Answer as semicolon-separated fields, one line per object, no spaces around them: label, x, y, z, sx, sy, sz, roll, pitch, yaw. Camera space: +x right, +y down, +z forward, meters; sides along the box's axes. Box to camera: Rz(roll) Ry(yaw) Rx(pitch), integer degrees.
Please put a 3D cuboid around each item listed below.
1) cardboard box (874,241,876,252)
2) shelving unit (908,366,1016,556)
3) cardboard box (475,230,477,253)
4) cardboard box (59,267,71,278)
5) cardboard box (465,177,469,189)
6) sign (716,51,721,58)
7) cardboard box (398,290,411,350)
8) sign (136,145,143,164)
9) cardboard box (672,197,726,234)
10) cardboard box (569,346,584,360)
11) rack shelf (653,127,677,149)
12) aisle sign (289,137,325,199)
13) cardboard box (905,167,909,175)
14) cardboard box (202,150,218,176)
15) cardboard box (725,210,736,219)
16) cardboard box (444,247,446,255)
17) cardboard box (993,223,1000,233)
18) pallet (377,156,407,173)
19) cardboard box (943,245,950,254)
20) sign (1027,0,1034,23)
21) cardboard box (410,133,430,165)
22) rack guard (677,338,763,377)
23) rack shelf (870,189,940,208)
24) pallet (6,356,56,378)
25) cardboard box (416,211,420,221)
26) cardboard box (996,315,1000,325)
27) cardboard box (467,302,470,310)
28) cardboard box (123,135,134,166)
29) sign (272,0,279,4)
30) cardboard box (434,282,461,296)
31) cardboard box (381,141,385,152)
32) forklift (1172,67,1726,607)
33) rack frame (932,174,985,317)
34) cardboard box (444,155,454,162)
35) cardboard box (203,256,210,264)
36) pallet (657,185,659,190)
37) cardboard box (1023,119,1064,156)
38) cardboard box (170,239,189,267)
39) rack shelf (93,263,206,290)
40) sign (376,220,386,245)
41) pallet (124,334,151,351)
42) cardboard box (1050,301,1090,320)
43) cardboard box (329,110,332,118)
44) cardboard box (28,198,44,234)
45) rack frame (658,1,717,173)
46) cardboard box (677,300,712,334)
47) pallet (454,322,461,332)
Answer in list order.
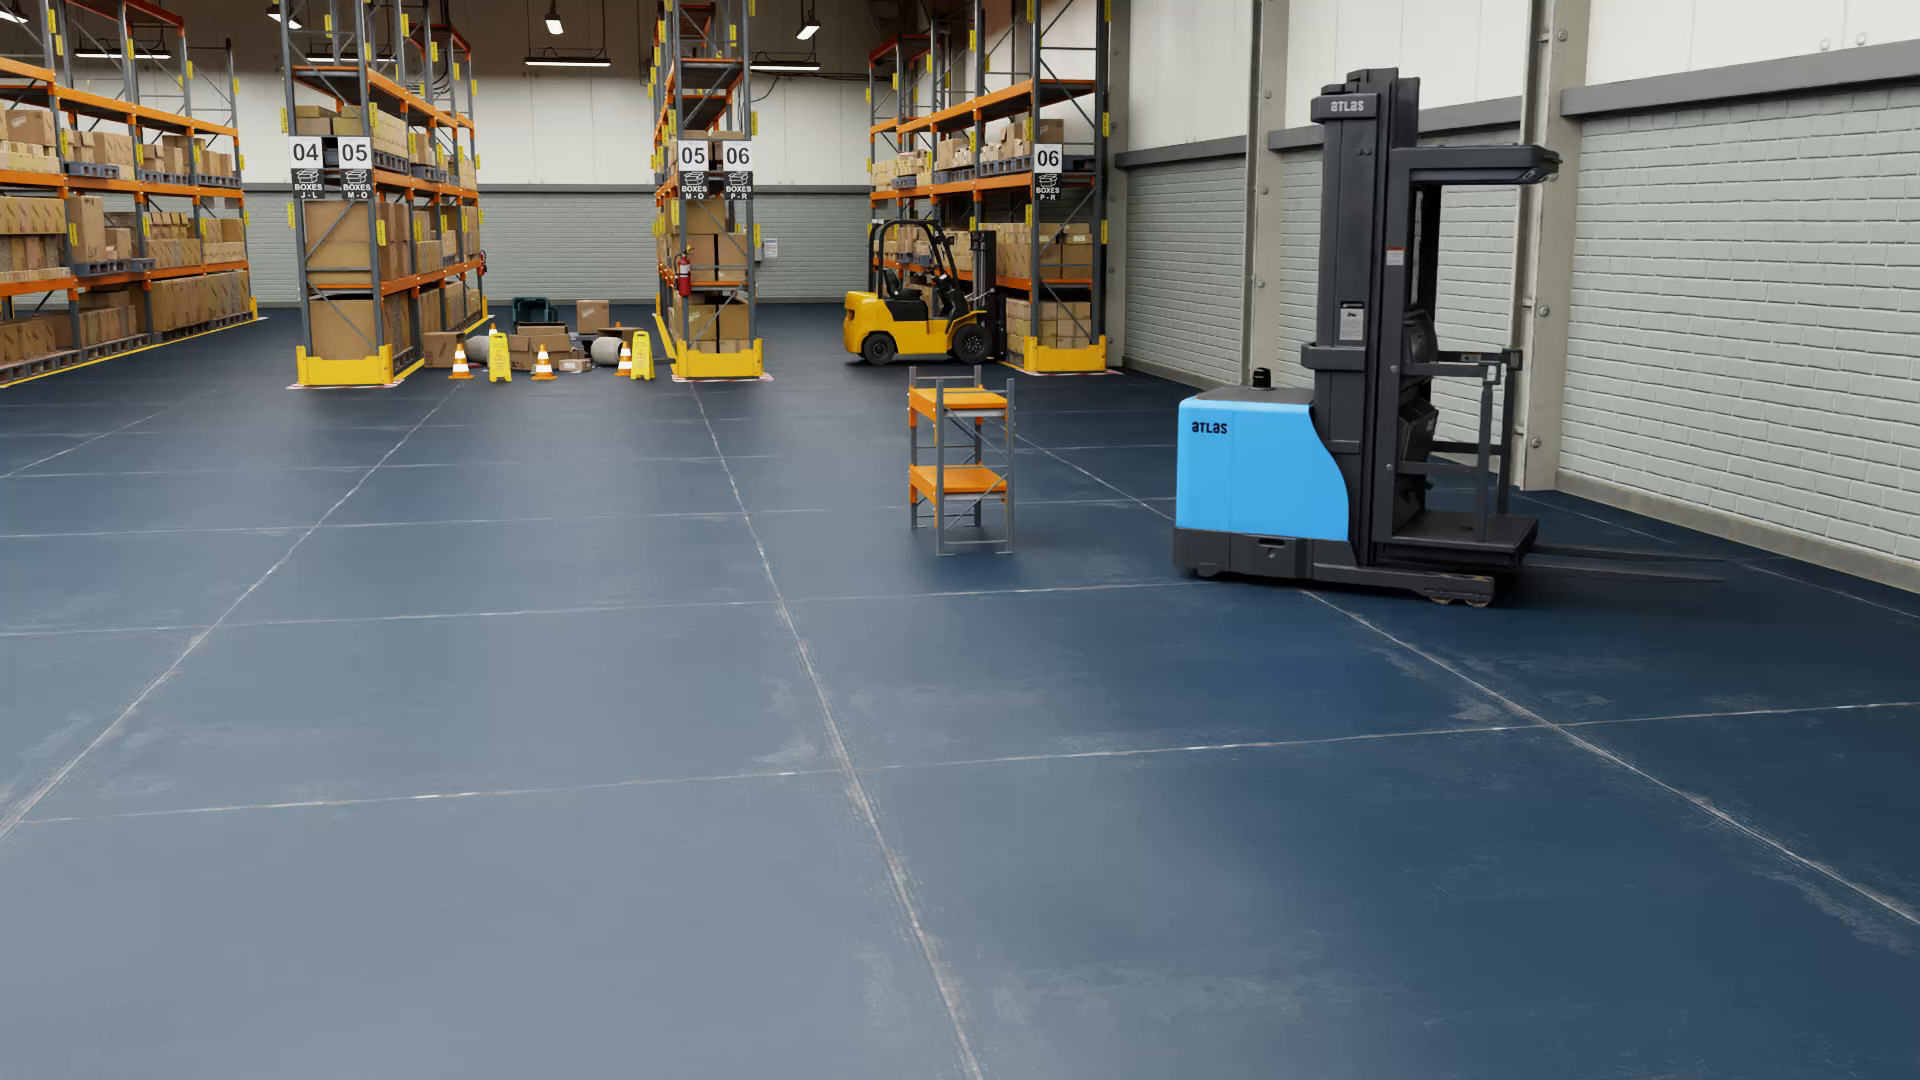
cardboard box;-1.767;-6.862;38.833;0.500;0.250;0.500;-2;11;-11
shelving unit;-0.001;-0.554;11.098;0.538;1.125;1.048;-2;11;-11
cardboard box;-10.860;-6.531;36.422;0.500;0.500;0.500;-2;11;-12
cardboard box;-13.516;-3.988;24.799;0.380;0.149;0.250;-2;11;-11
cardboard box;-10.536;-7.452;34.703;0.500;0.250;0.500;-2;11;-9
sign;-4.373;-8.701;30.132;0.100;0.325;0.005;-2;11;-11
cardboard box;-8.907;-3.347;25.317;0.875;0.875;0.875;-2;11;-10
sign;-14.091;-6.621;28.554;0.100;0.325;0.005;-2;11;-11
cardboard box;-3.661;-4.539;23.286;0.700;0.500;0.500;-2;11;-12
cardboard box;-6.072;-2.930;25.881;0.396;0.266;0.258;9;14;38
rack shelf;-6.070;-8.732;36.000;1.077;0.370;4.000;-2;11;-11
aisle sign;-8.463;-4.822;21.554;0.394;0.787;0.004;-2;11;-11
cardboard box;-0.903;-7.451;33.582;0.380;0.149;0.250;-2;11;-10
cardboard box;-15.675;-7.727;34.090;0.700;0.500;0.500;-2;11;-9
cardboard box;-3.870;-5.320;27.204;0.380;0.149;0.250;-2;11;-11
cardboard box;-9.841;-5.405;31.120;0.380;0.149;0.250;-2;11;-9
cardboard box;0.738;-4.938;26.319;0.380;0.149;0.250;-2;11;-12
pallet;-8.812;-5.582;24.715;1.003;0.211;1.213;-2;11;-11
cardboard box;-0.008;-5.309;30.129;0.500;0.250;0.500;-2;11;-12
sign;0.986;-7.376;23.172;0.100;0.325;0.005;-2;11;-11
cardboard box;-9.126;-6.505;27.672;0.500;0.500;0.500;-2;11;-11
rack guard;-3.362;-2.553;23.273;1.175;0.500;0.348;-2;11;-11
rack shelf;-1.202;-7.636;37.195;1.077;0.370;4.000;-2;11;-11
pallet;-13.440;-2.424;23.369;1.003;0.211;1.213;-2;11;-11
cardboard box;-9.360;-5.213;27.621;0.700;0.500;0.500;-2;11;-12
cardboard box;0.818;-3.405;25.960;0.500;0.250;0.500;-2;11;-11
cardboard box;-10.273;-4.799;34.096;0.380;0.149;0.250;-2;11;-8
cardboard box;-14.286;-6.564;28.033;0.500;0.500;0.500;-2;11;-10
sign;-8.718;-6.996;21.177;0.100;0.325;0.005;-2;11;-11
cardboard box;-10.037;-4.894;32.443;0.500;0.250;0.500;-2;11;-8
cardboard box;-8.083;-5.388;22.740;0.380;0.149;0.250;-2;11;-11
forklift;2.842;-1.180;9.556;3.031;2.935;1.130;5;12;24
rack frame;-0.035;-5.415;31.627;1.000;3.000;0.127;-2;11;-11
cardboard box;-10.336;-7.673;33.462;0.380;0.149;0.250;-2;11;-12
cardboard box;-15.133;-5.550;33.008;0.380;0.149;0.250;-2;11;-11
pallet;-6.304;-7.996;37.399;1.003;0.211;1.213;-2;11;-11
cardboard box;1.196;-5.799;23.959;0.500;0.500;0.500;-2;11;-9
cardboard box;-14.845;-5.394;31.248;0.500;0.500;0.500;-2;11;-12
rack shelf;-15.013;-4.887;30.776;1.077;0.370;4.000;-2;11;-11
sign;-7.637;-4.052;21.935;0.100;0.325;0.005;-2;11;-11
pallet;-14.473;-3.361;28.289;1.003;0.211;1.213;-2;11;-11
cardboard box;1.613;-3.390;24.542;0.500;0.250;0.500;-2;11;-12
cardboard box;-8.730;-5.755;22.539;0.380;0.149;0.250;-2;11;-10
cardboard box;-13.294;-4.571;23.452;0.500;0.500;0.500;-2;11;-11
rack frame;-4.903;-8.181;30.114;1.000;3.000;0.127;-2;11;-11
cardboard box;-3.955;-3.317;24.826;0.500;0.500;0.500;-2;11;-12
pallet;-10.123;-4.033;31.819;1.003;0.211;1.213;-2;11;-11
